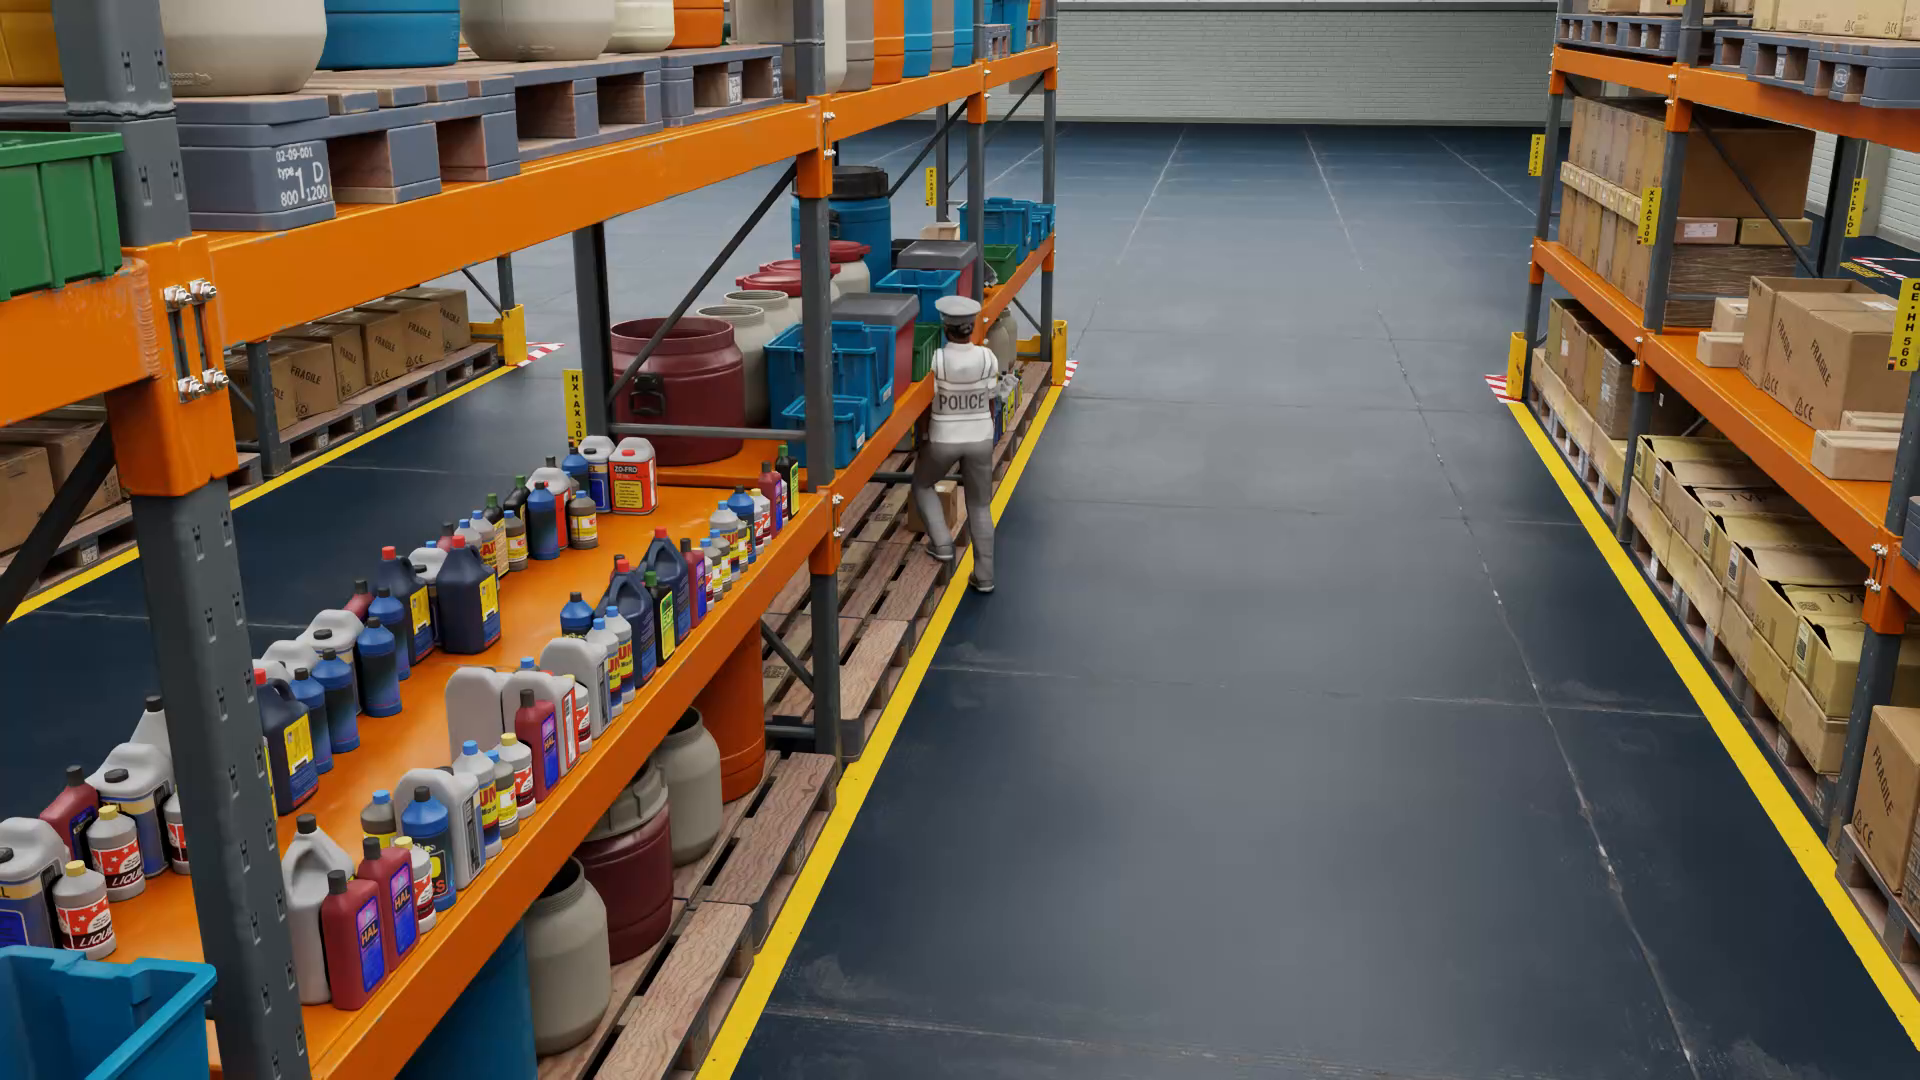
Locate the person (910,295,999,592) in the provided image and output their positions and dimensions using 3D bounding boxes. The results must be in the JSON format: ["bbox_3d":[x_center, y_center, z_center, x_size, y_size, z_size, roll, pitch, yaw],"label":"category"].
[{"bbox_3d":[-0.034,-0.526,9.184,0.438,1.660,0.495,-4,19,-14],"label":"person"}]
